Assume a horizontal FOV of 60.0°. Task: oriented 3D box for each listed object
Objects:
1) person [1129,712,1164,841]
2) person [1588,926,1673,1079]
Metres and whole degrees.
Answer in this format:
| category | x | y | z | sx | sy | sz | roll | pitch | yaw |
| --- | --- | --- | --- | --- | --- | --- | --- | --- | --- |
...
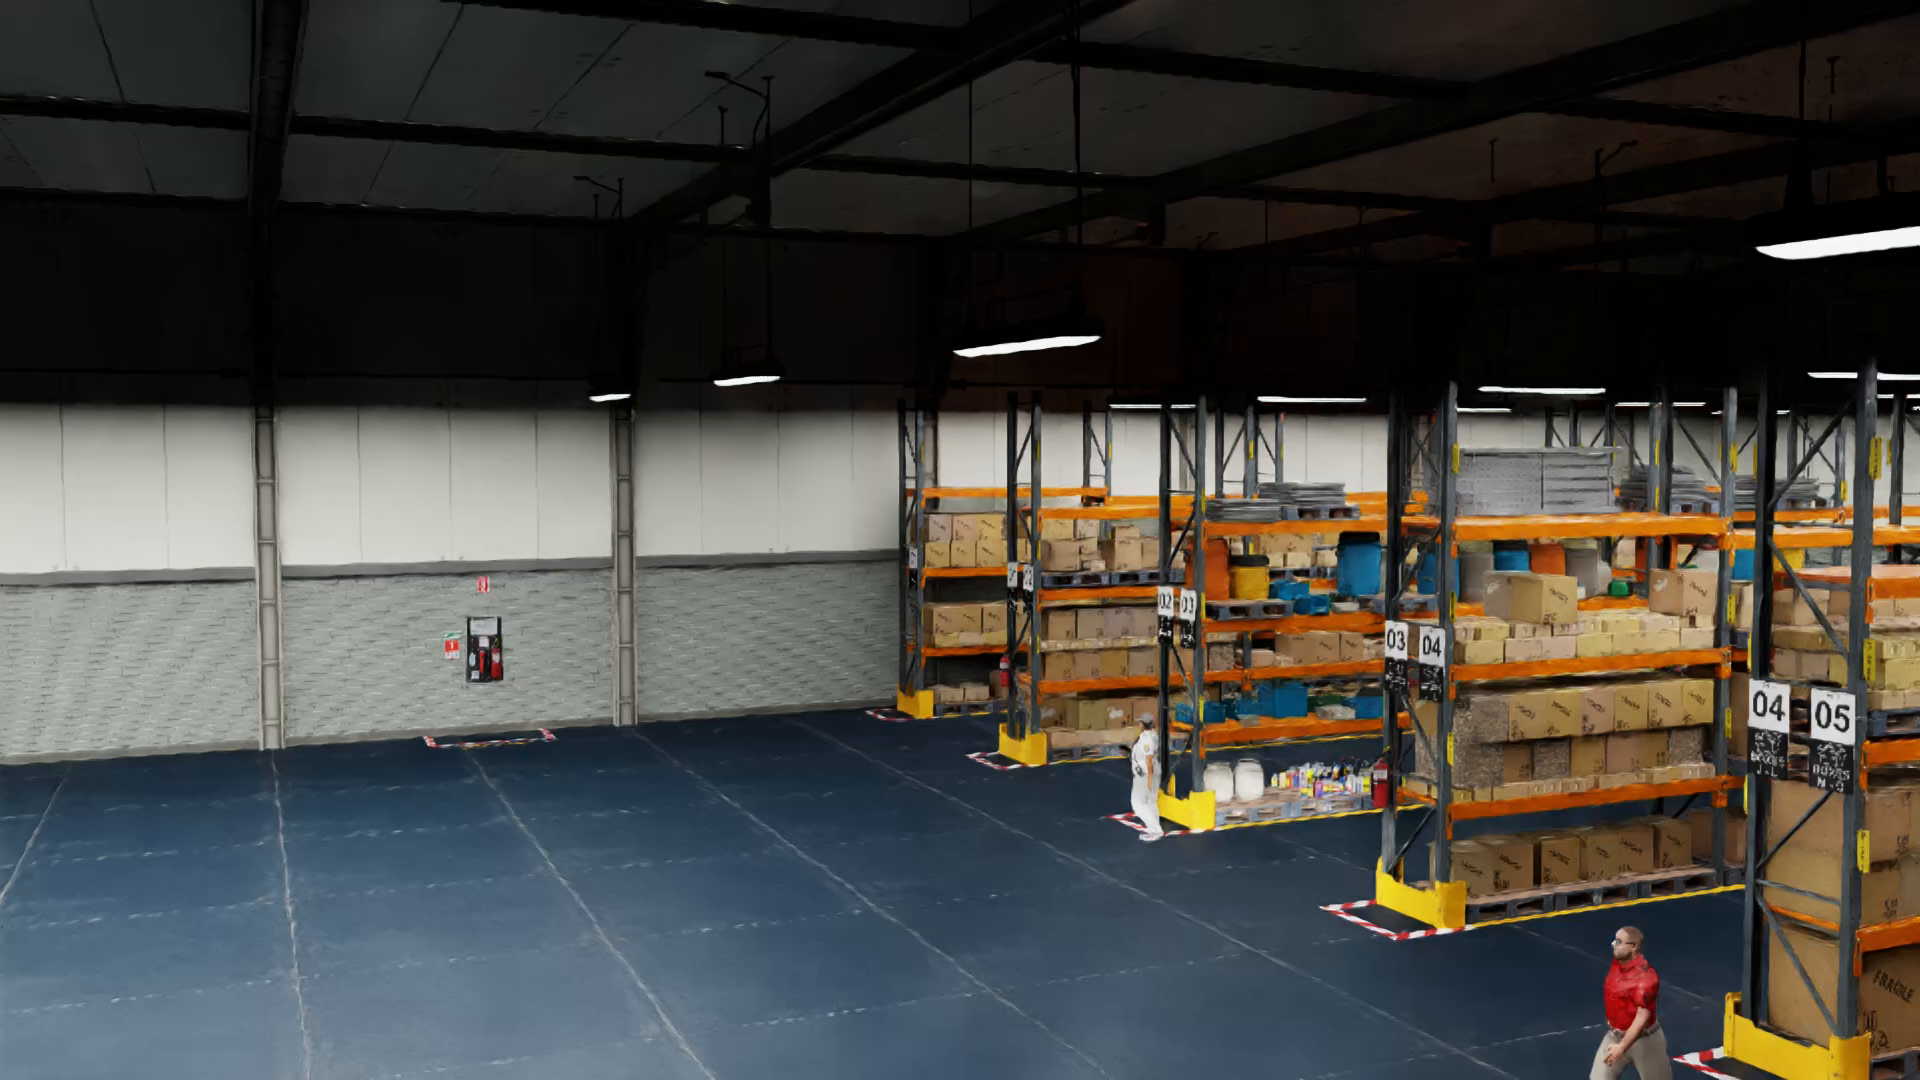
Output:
| category | x | y | z | sx | sy | sz | roll | pitch | yaw |
| --- | --- | --- | --- | --- | --- | --- | --- | --- | --- |
| person | 2.446 | 3.076 | 21.564 | 0.473 | 1.651 | 0.625 | 1 | 4 | 21 |
| person | 4.843 | 3.610 | 12.038 | 1.024 | 1.657 | 0.534 | -1 | 3 | -14 |
